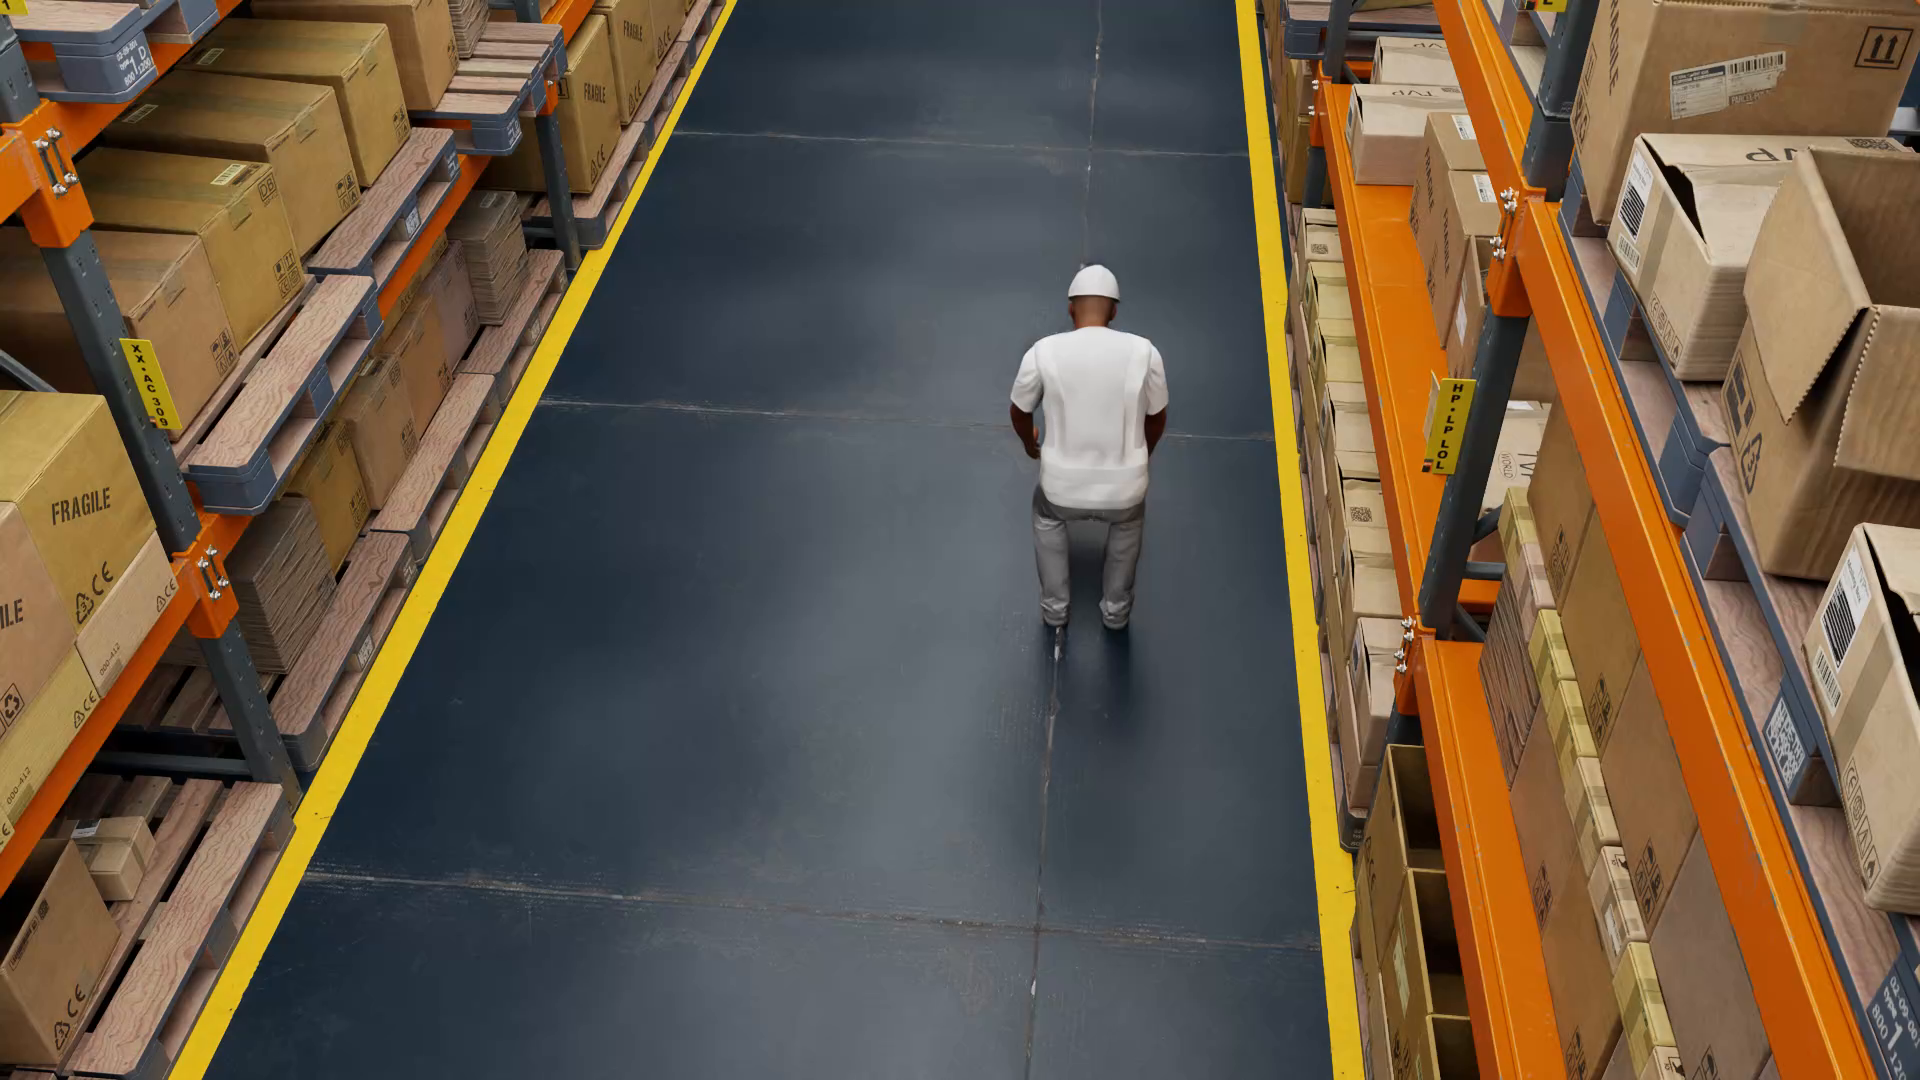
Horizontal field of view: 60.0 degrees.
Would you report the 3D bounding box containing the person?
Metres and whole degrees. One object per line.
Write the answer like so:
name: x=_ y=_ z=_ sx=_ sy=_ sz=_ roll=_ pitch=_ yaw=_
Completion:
person: x=0.506 y=-0.301 z=6.763 sx=0.631 sy=1.429 sz=0.746 roll=3 pitch=40 yaw=4
